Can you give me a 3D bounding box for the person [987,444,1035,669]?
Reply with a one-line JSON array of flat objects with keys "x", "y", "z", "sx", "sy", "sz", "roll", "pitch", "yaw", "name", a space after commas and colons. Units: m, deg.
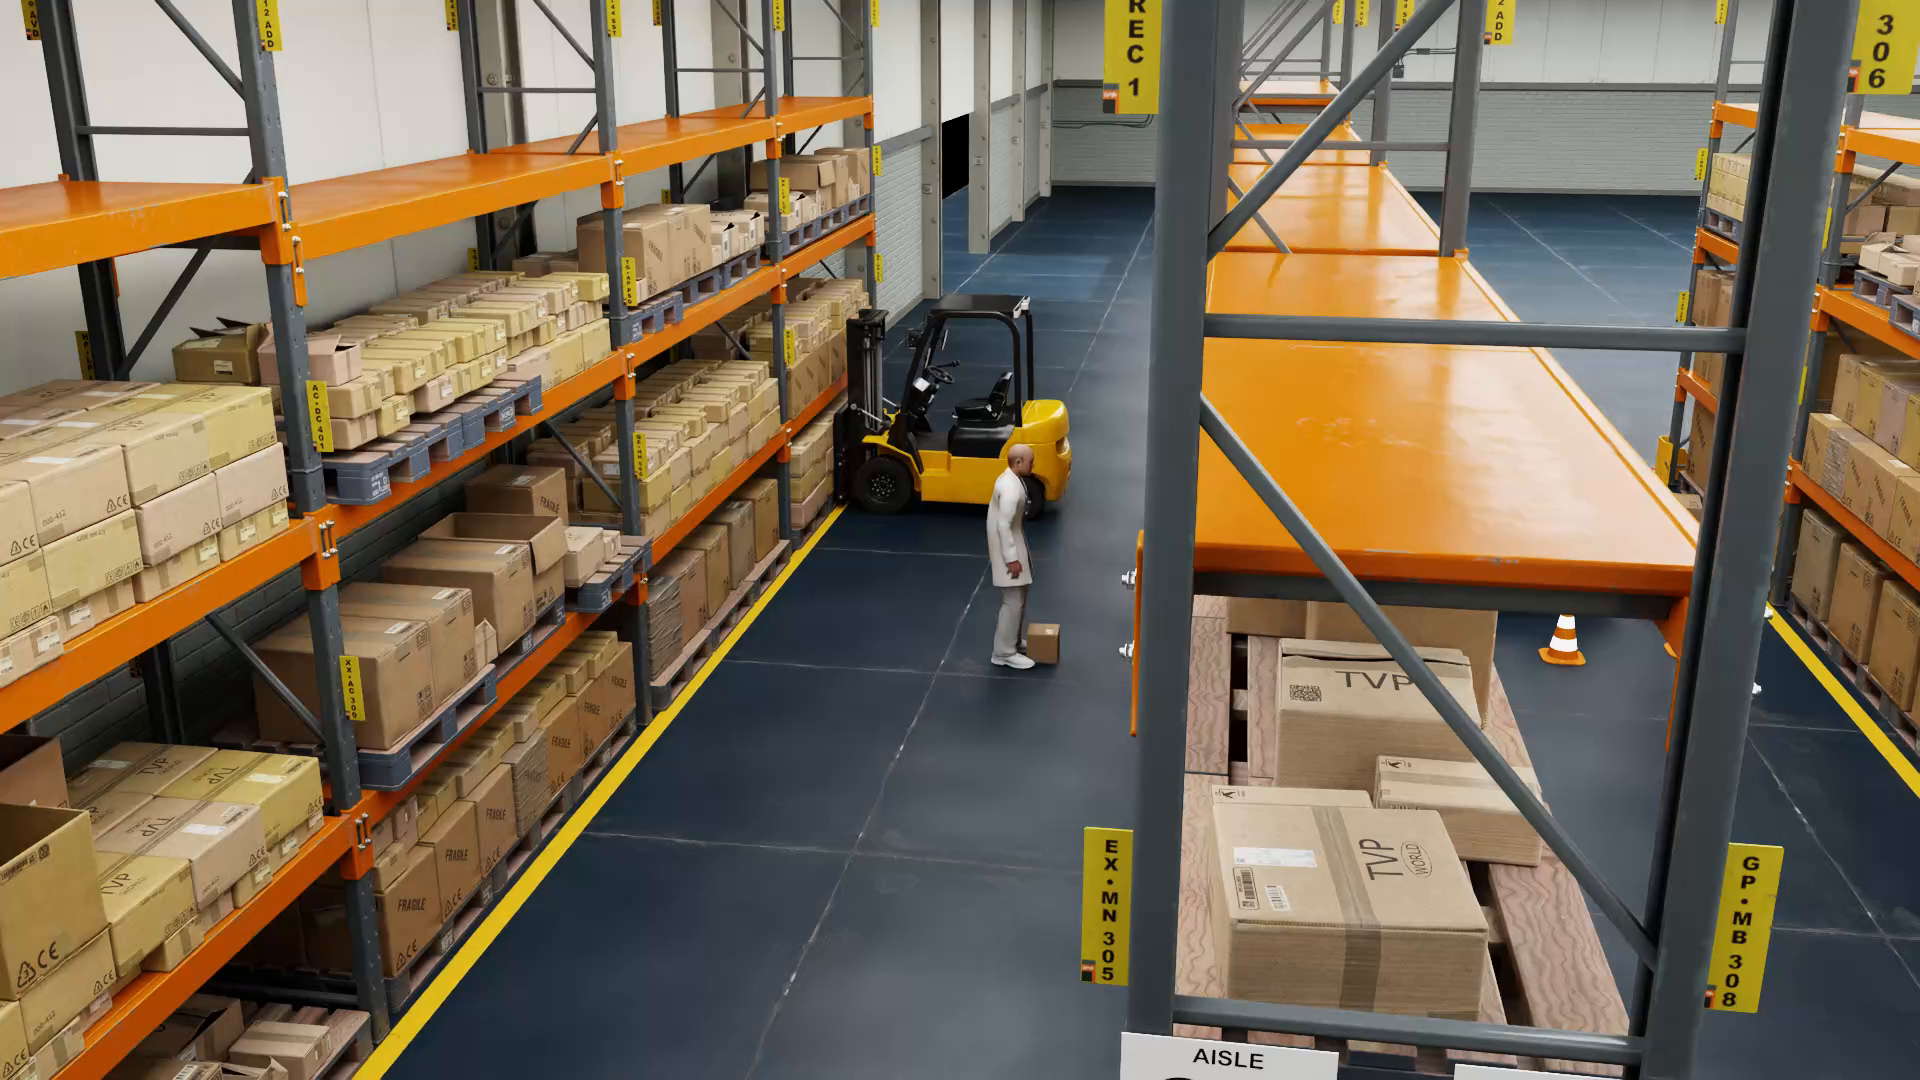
[{"x": 0.425, "y": 0.100, "z": 13.278, "sx": 0.429, "sy": 1.772, "sz": 0.644, "roll": 2, "pitch": 18, "yaw": 6, "name": "person"}]
